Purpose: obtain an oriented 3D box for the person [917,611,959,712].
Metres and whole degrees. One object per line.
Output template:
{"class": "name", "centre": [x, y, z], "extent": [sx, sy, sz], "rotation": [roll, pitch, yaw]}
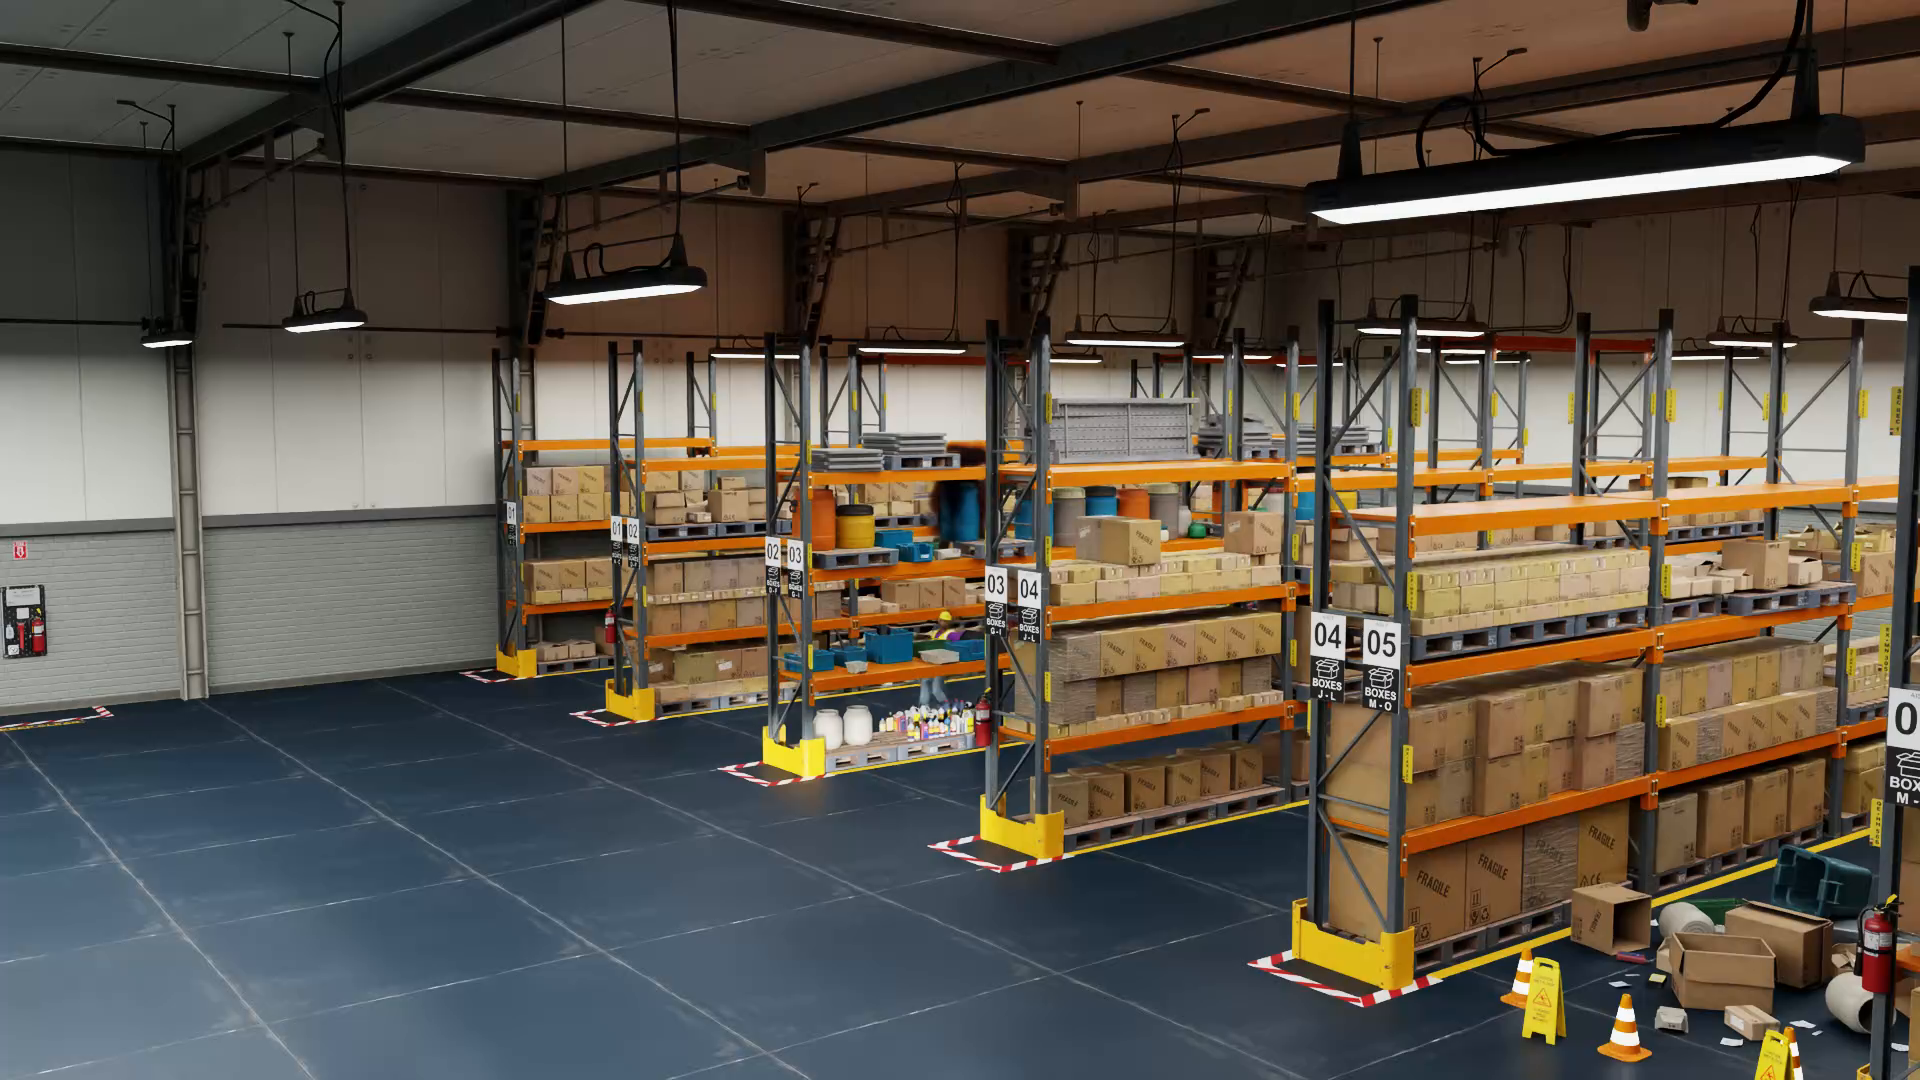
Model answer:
{"class": "person", "centre": [-0.419, 2.022, 26.221], "extent": [0.782, 1.750, 0.609], "rotation": [-5, 7, -45]}
